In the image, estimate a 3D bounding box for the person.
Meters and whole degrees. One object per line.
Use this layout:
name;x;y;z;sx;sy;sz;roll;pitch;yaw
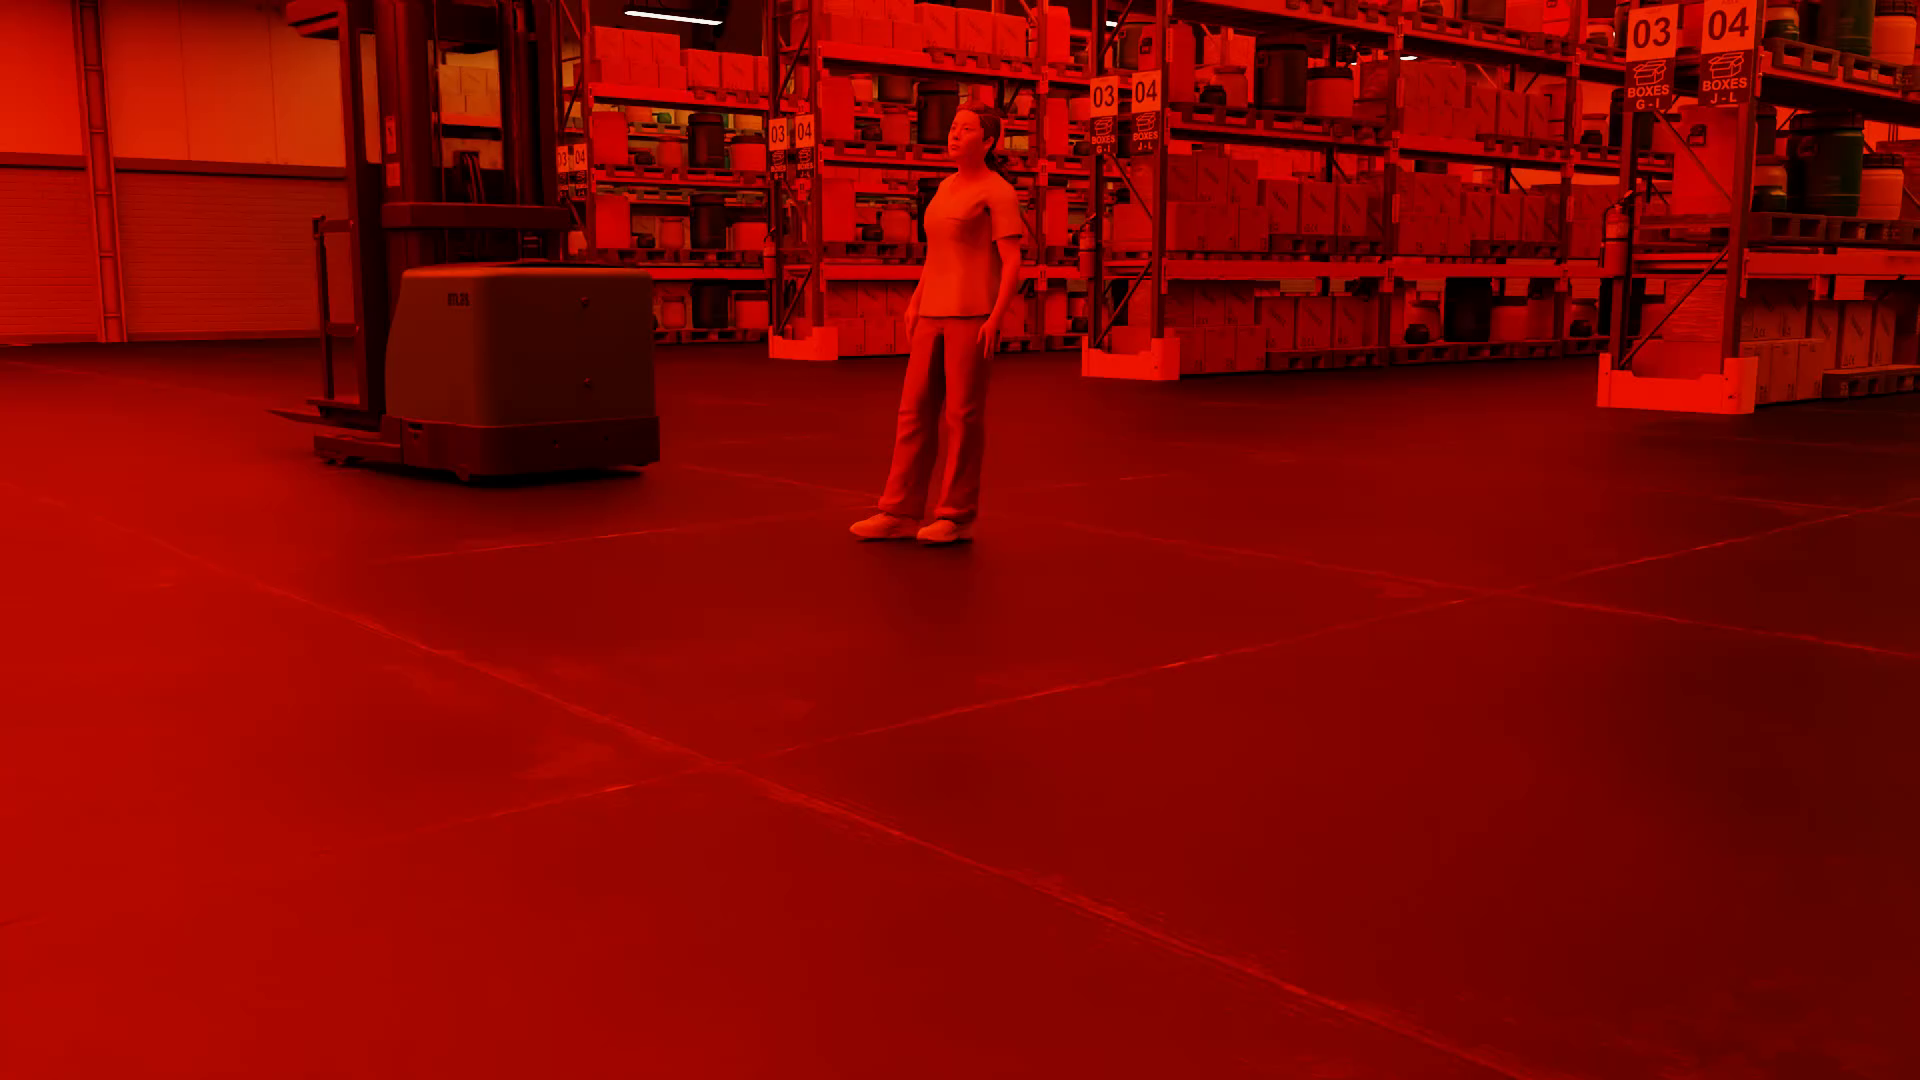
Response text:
person;-0.064;-0.829;6.371;0.548;1.673;0.553;-8;12;-40

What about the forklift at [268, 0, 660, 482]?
forklift;-2.973;-1.902;9.249;1.130;2.935;3.031;-9;12;-44
